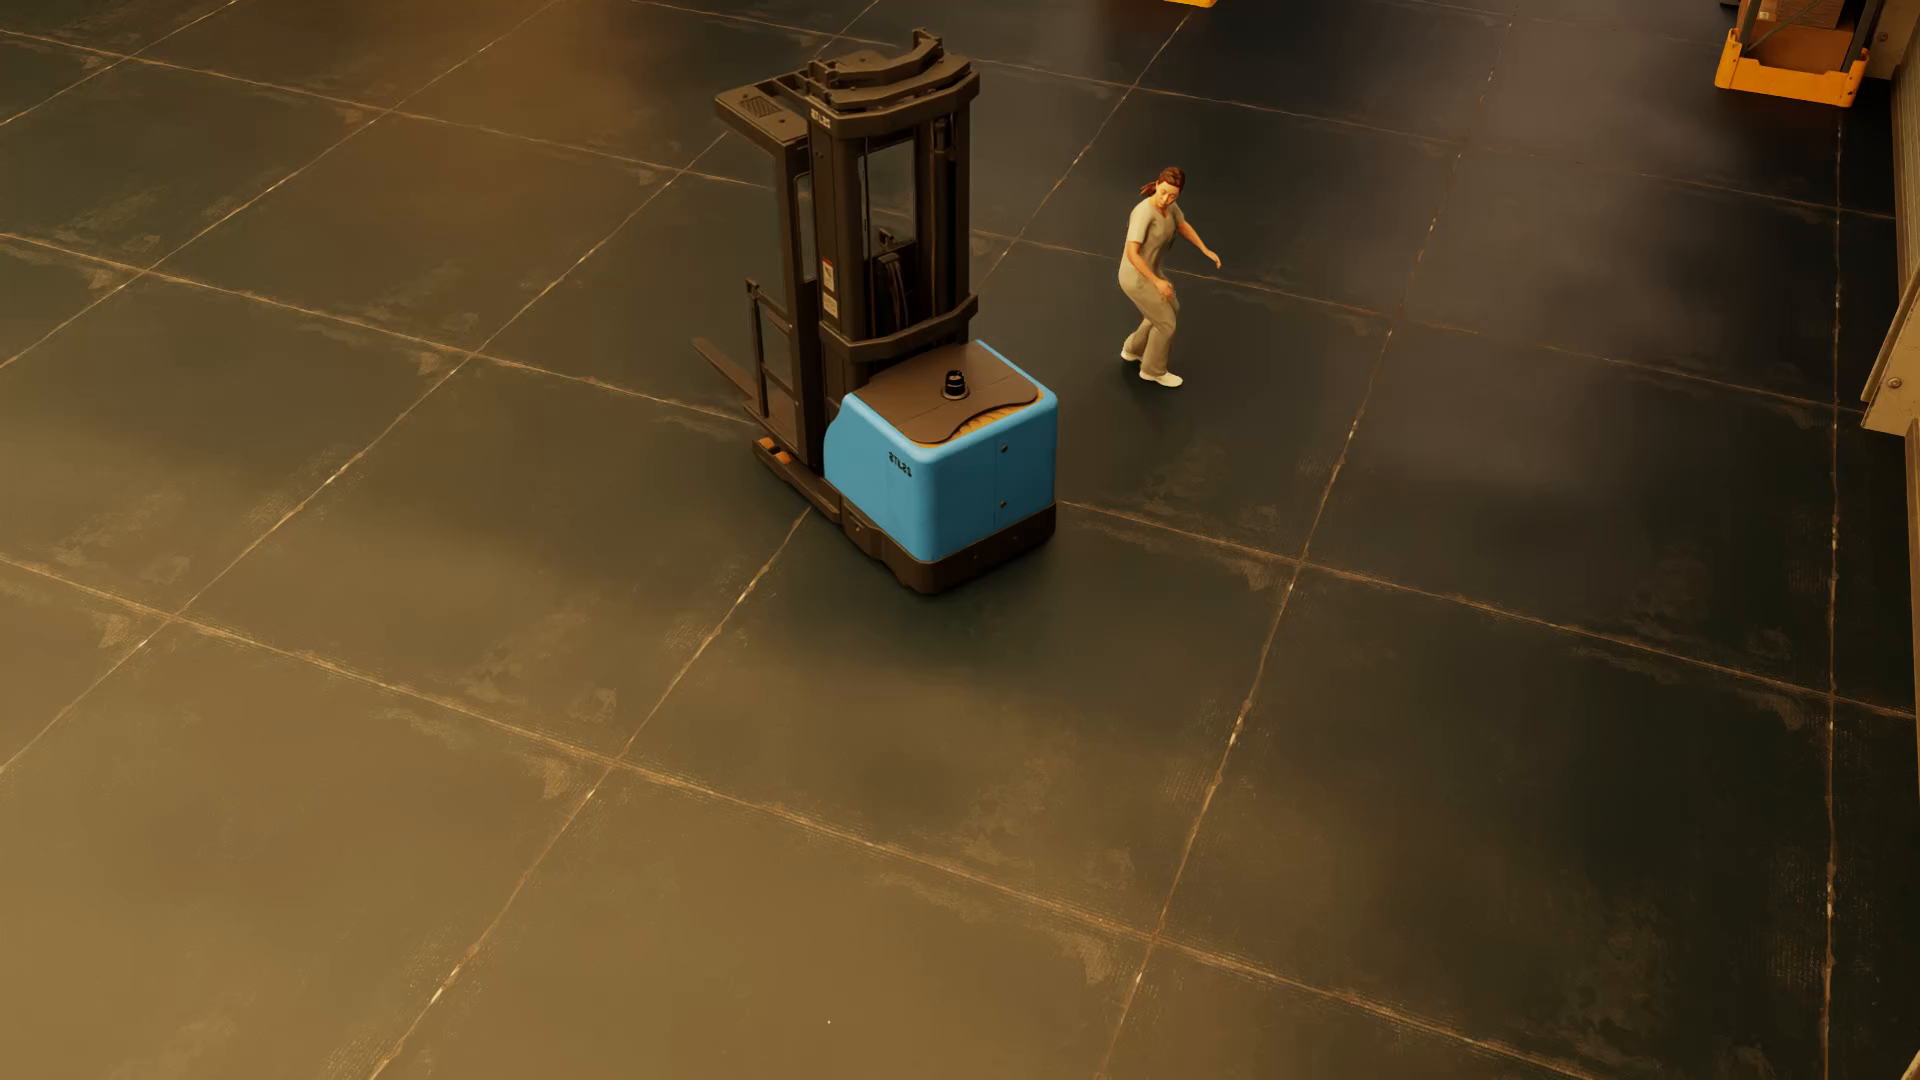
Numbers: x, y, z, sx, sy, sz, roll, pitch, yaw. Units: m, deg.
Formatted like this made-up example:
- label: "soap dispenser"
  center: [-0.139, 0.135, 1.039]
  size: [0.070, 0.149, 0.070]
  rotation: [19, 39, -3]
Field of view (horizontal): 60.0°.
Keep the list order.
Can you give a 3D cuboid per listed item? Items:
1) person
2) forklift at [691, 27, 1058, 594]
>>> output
- label: "person"
  center: [1.389, -1.746, 11.154]
  size: [0.622, 1.600, 0.682]
  rotation: [14, 42, 16]
- label: "forklift"
  center: [-0.700, -1.700, 10.038]
  size: [1.130, 2.935, 3.031]
  rotation: [-26, 46, -27]
